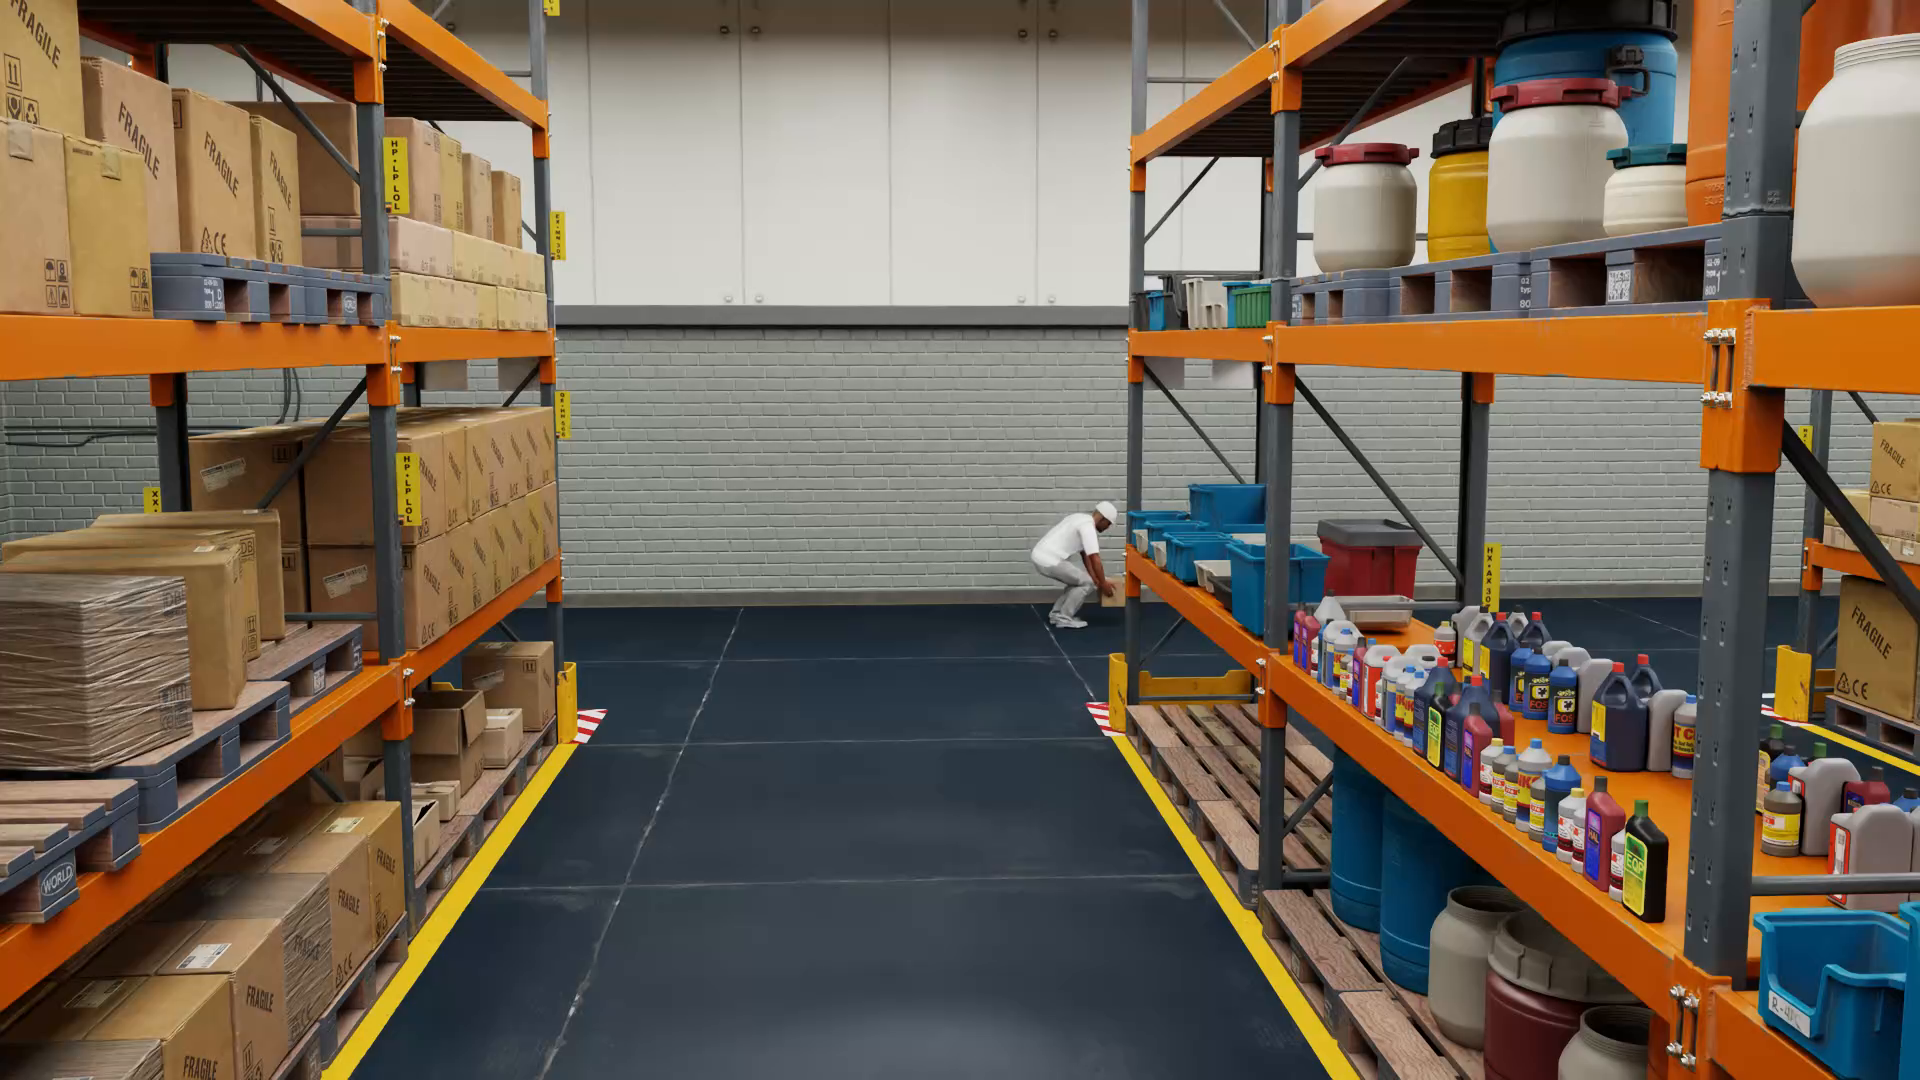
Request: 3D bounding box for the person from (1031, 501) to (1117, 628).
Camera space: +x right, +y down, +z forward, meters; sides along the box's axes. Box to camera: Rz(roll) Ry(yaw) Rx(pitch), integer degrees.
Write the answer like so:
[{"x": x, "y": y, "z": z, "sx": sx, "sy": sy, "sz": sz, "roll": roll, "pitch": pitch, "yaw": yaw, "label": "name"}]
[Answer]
[{"x": 1.103, "y": 0.229, "z": 16.107, "sx": 0.839, "sy": 1.204, "sz": 0.620, "roll": 0, "pitch": 7, "yaw": -4, "label": "person"}]
